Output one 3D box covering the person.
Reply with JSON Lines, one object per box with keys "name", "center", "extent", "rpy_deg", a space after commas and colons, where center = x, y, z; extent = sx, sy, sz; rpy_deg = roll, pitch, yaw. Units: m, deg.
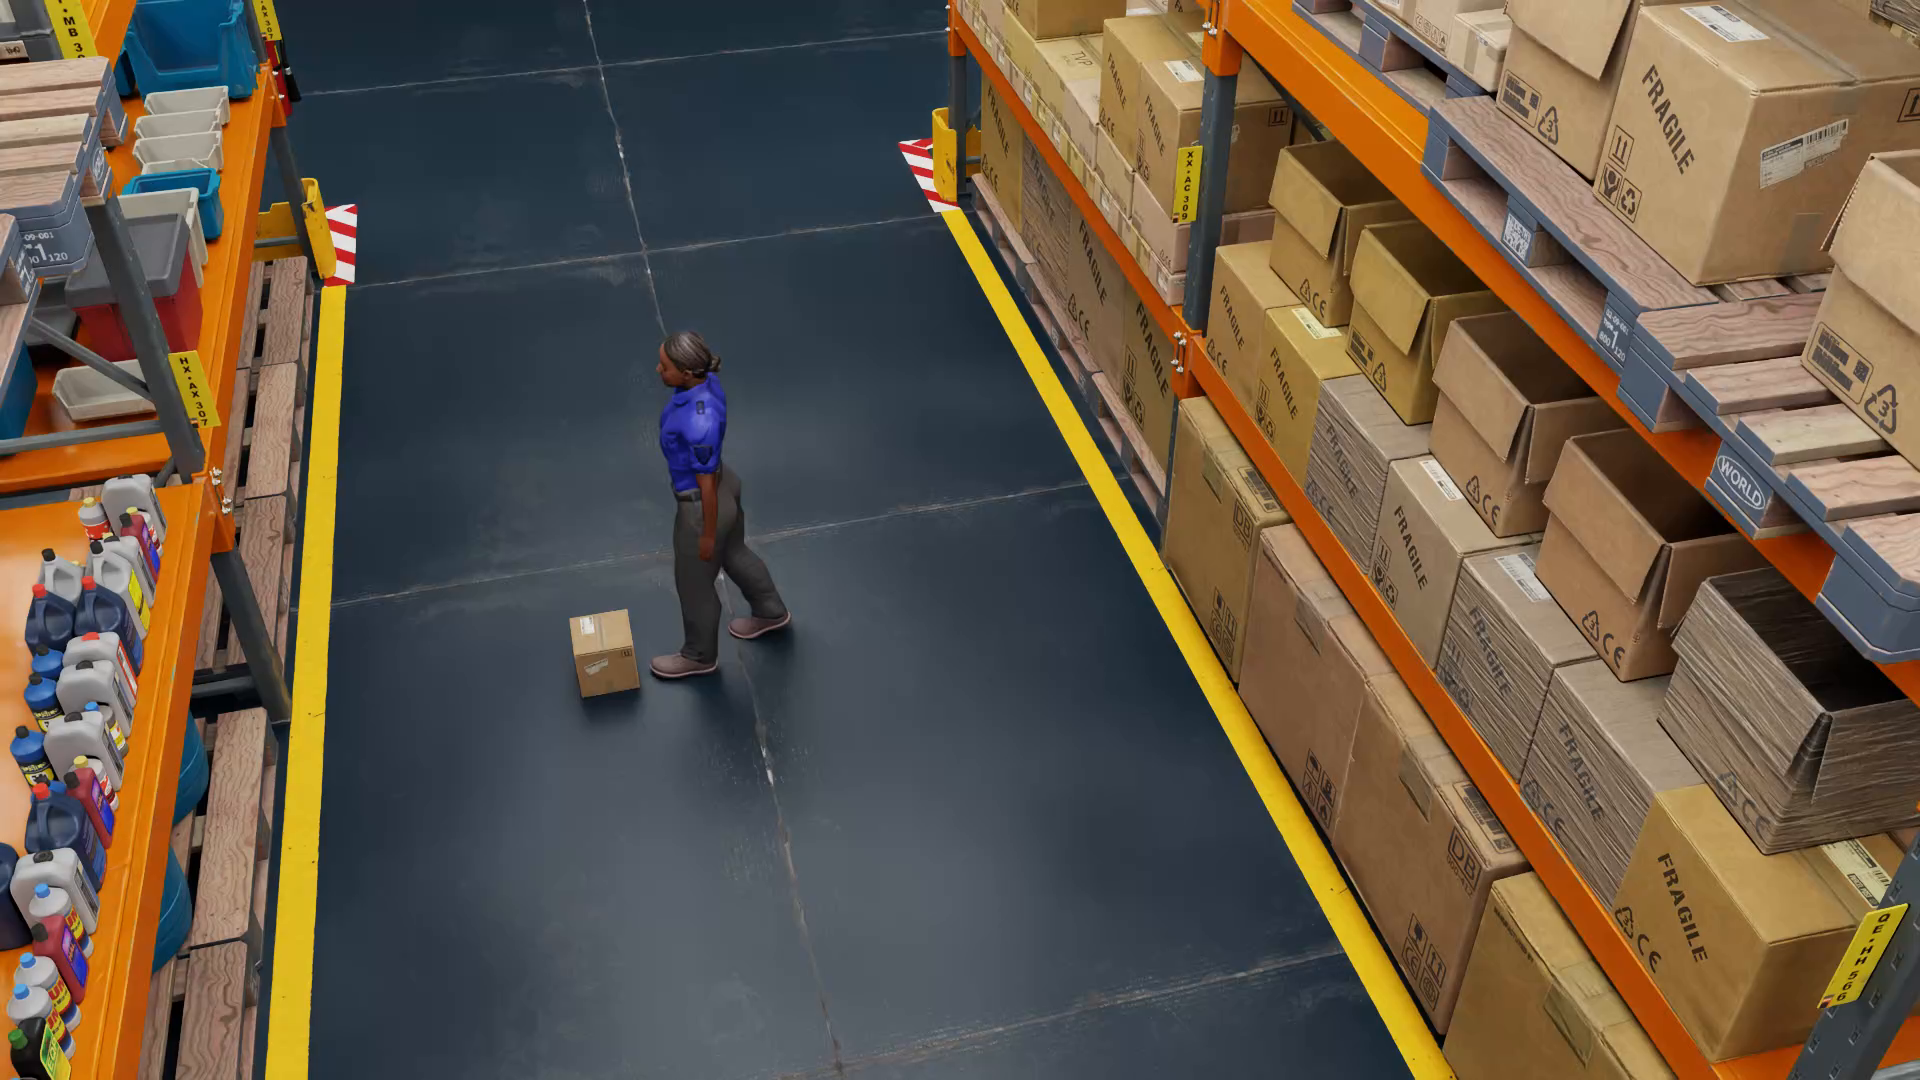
{"name": "person", "center": [-1.059, -0.144, 6.894], "extent": [0.615, 1.669, 0.449], "rpy_deg": [-2, 38, -2]}
